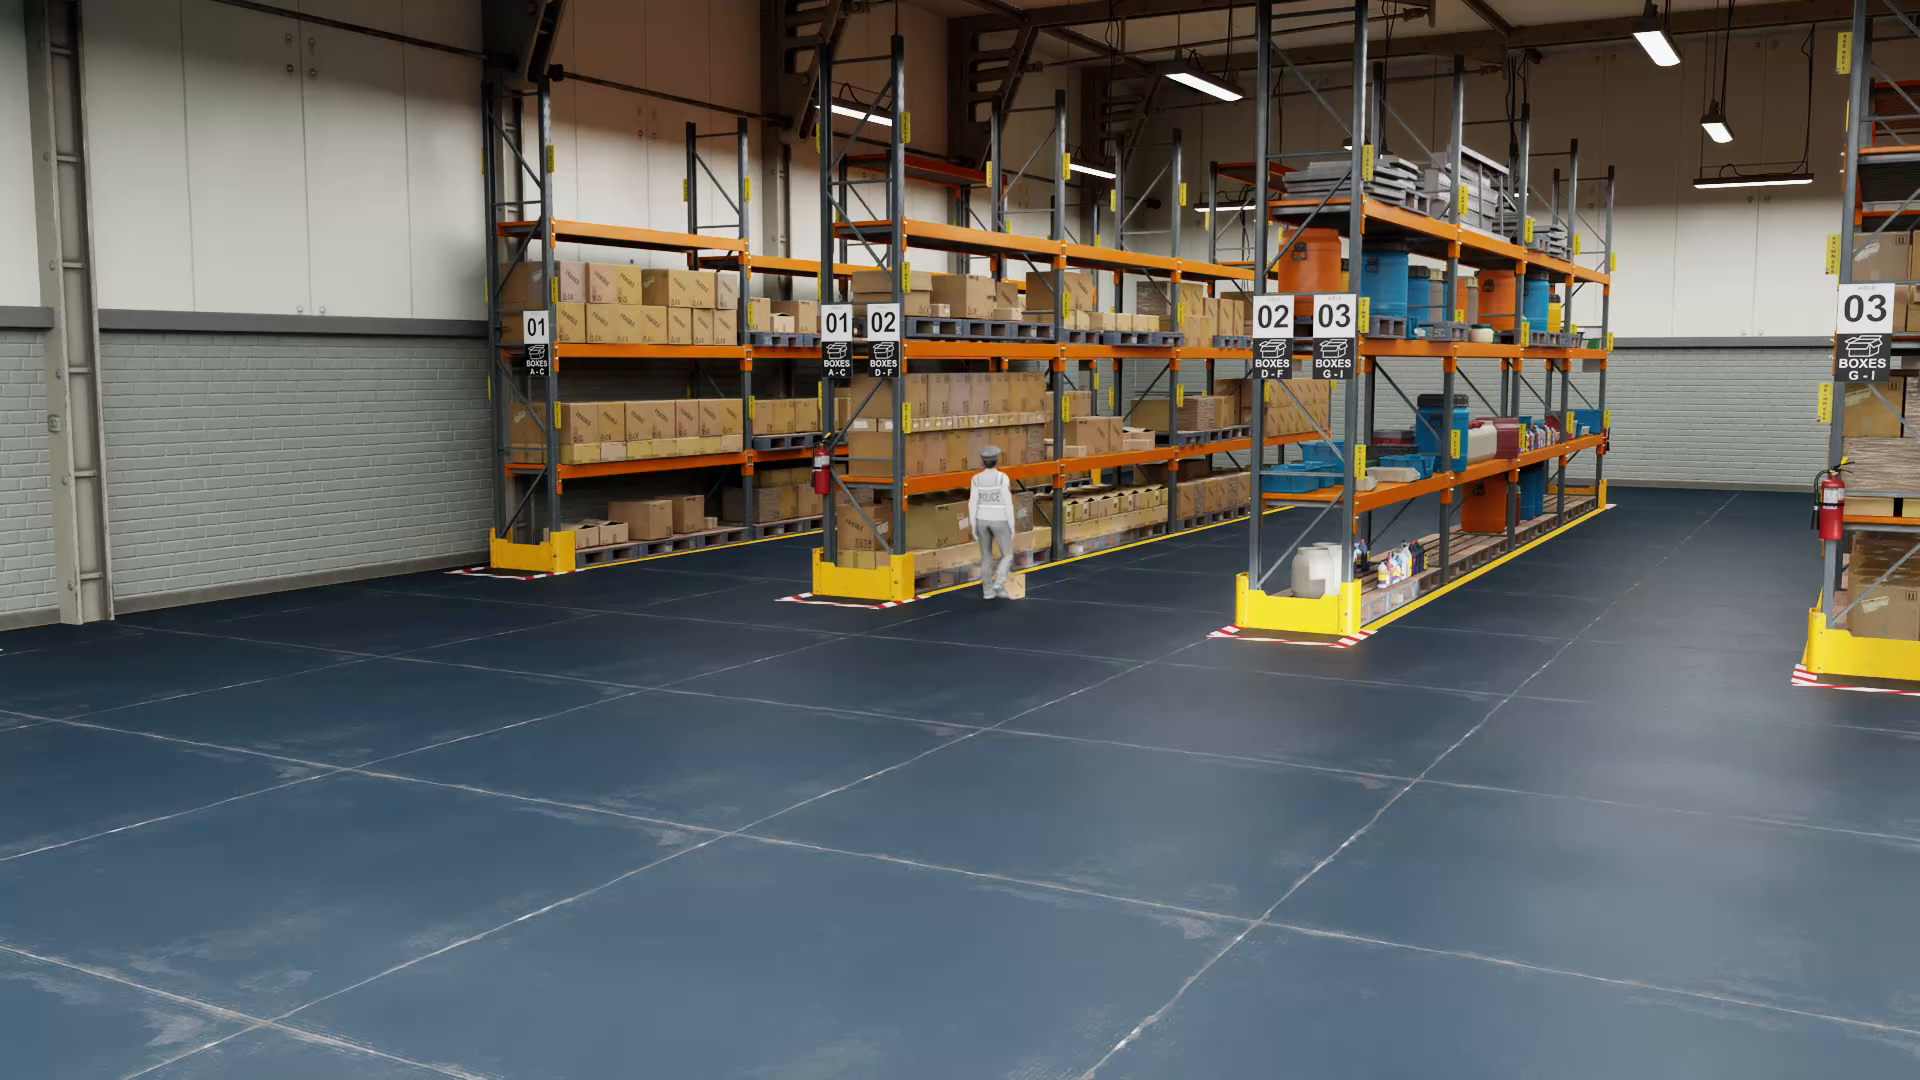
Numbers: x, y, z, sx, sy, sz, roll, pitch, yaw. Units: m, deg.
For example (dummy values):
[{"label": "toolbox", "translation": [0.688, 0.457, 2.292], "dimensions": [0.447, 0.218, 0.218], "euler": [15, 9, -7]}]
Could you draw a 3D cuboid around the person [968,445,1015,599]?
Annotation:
[{"label": "person", "translation": [0.351, -0.178, 17.764], "dimensions": [0.530, 1.669, 0.777], "euler": [3, 7, 22]}]
